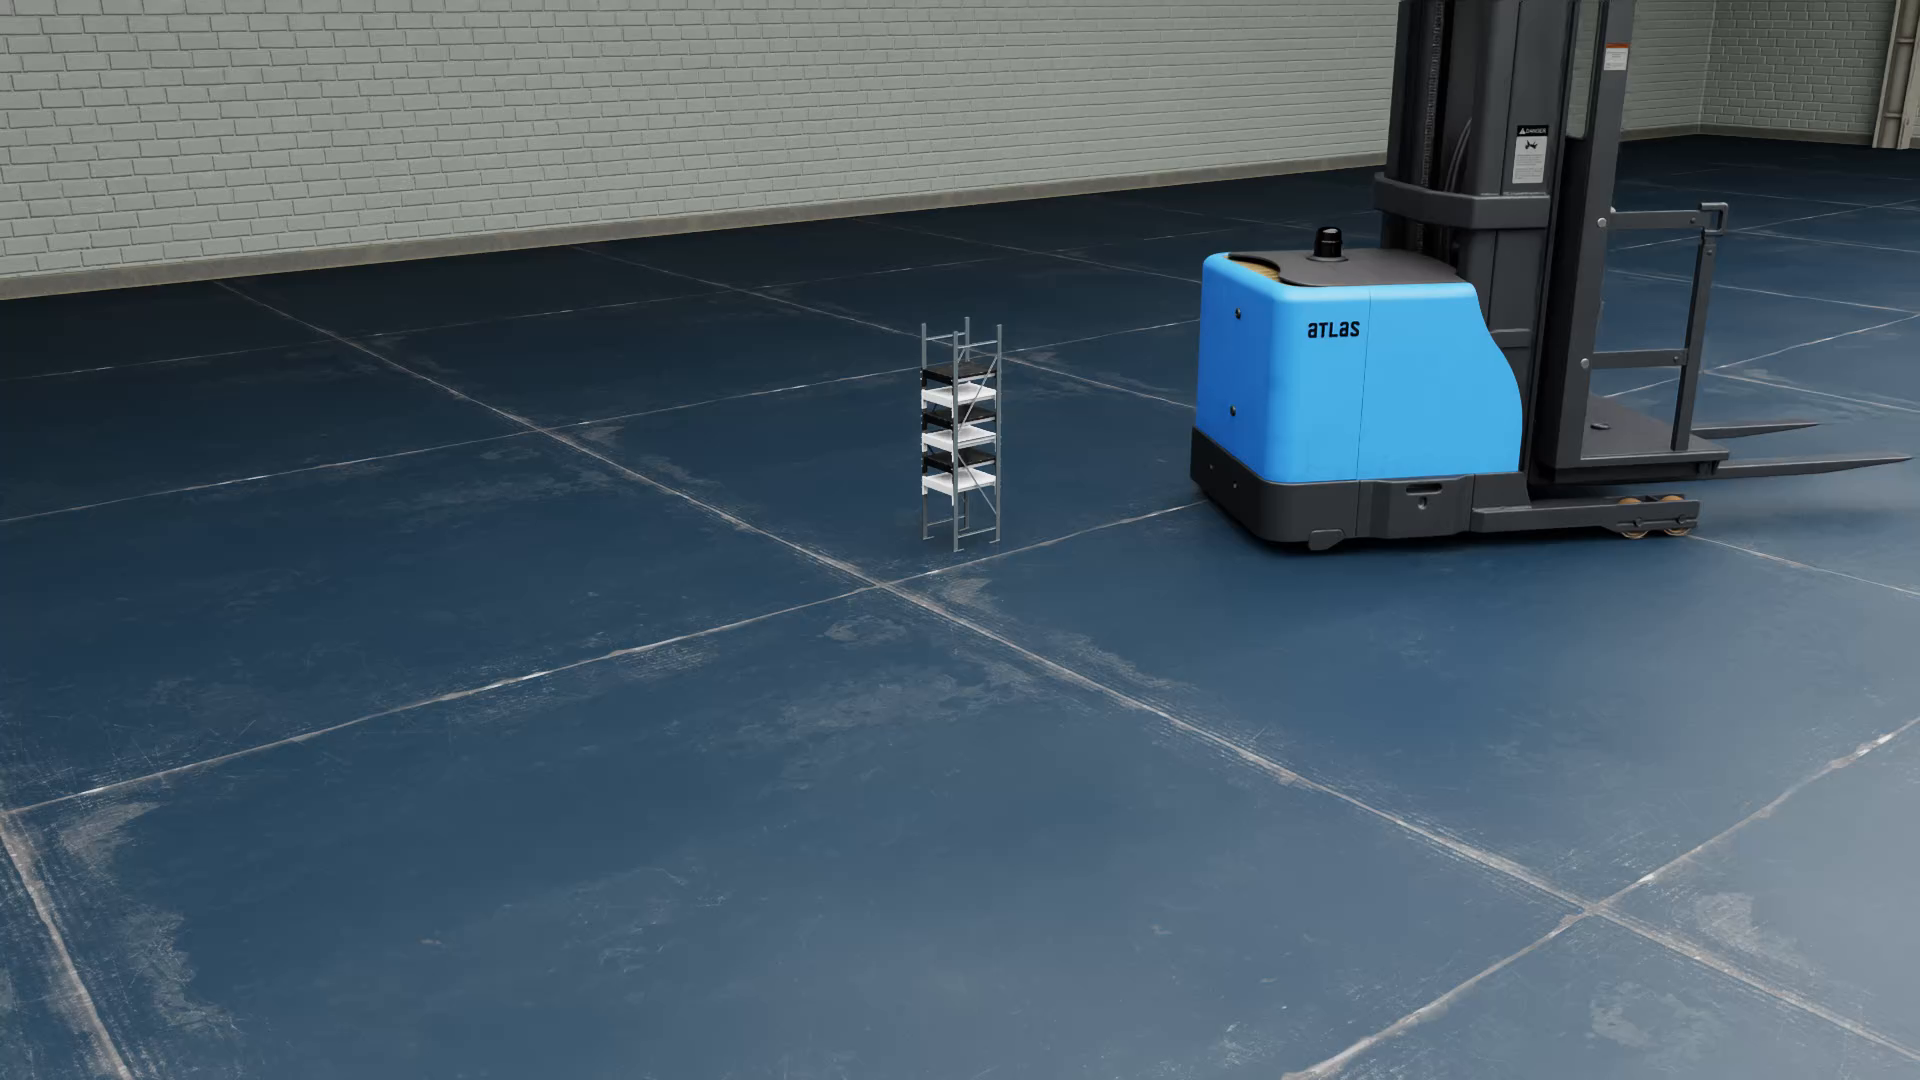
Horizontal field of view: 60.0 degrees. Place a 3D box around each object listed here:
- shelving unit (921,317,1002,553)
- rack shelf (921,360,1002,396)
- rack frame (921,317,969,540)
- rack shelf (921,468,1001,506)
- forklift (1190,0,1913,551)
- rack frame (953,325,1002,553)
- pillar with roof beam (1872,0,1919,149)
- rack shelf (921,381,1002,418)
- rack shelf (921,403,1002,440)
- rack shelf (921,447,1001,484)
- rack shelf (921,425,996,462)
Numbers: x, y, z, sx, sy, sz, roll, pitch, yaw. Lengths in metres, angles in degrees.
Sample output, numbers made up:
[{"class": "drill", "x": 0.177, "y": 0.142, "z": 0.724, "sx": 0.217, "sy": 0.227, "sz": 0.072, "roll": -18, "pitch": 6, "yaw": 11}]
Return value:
[{"class": "shelving unit", "x": 0.005, "y": -0.425, "z": 6.715, "sx": 0.258, "sy": 0.900, "sz": 0.210, "roll": -14, "pitch": 23, "yaw": -36}, {"class": "rack shelf", "x": 0.005, "y": -0.650, "z": 6.641, "sx": 0.258, "sy": 0.077, "sz": 0.200, "roll": -14, "pitch": 23, "yaw": -36}, {"class": "rack frame", "x": -0.058, "y": -0.450, "z": 6.791, "sx": 0.240, "sy": 0.900, "sz": 0.006, "roll": -14, "pitch": 23, "yaw": -36}, {"class": "rack shelf", "x": 0.005, "y": -0.223, "z": 6.782, "sx": 0.258, "sy": 0.077, "sz": 0.200, "roll": -14, "pitch": 23, "yaw": -36}, {"class": "forklift", "x": 2.603, "y": -1.556, "z": 6.899, "sx": 3.031, "sy": 2.935, "sz": 1.130, "roll": -3, "pitch": 19, "yaw": -10}, {"class": "rack frame", "x": 0.068, "y": -0.400, "z": 6.639, "sx": 0.240, "sy": 0.900, "sz": 0.006, "roll": -14, "pitch": 23, "yaw": -36}, {"class": "pillar with roof beam", "x": 9.989, "y": -9.066, "z": 19.925, "sx": 9.100, "sy": 9.000, "sz": 0.400, "roll": -14, "pitch": 23, "yaw": -36}, {"class": "rack shelf", "x": 0.005, "y": -0.564, "z": 6.669, "sx": 0.258, "sy": 0.077, "sz": 0.200, "roll": -14, "pitch": 23, "yaw": -36}, {"class": "rack shelf", "x": 0.005, "y": -0.479, "z": 6.697, "sx": 0.258, "sy": 0.077, "sz": 0.200, "roll": -14, "pitch": 23, "yaw": -36}, {"class": "rack shelf", "x": 0.005, "y": -0.308, "z": 6.754, "sx": 0.258, "sy": 0.077, "sz": 0.200, "roll": -14, "pitch": 23, "yaw": -36}, {"class": "rack shelf", "x": 0.005, "y": -0.394, "z": 6.725, "sx": 0.258, "sy": 0.077, "sz": 0.200, "roll": -14, "pitch": 23, "yaw": -36}]
